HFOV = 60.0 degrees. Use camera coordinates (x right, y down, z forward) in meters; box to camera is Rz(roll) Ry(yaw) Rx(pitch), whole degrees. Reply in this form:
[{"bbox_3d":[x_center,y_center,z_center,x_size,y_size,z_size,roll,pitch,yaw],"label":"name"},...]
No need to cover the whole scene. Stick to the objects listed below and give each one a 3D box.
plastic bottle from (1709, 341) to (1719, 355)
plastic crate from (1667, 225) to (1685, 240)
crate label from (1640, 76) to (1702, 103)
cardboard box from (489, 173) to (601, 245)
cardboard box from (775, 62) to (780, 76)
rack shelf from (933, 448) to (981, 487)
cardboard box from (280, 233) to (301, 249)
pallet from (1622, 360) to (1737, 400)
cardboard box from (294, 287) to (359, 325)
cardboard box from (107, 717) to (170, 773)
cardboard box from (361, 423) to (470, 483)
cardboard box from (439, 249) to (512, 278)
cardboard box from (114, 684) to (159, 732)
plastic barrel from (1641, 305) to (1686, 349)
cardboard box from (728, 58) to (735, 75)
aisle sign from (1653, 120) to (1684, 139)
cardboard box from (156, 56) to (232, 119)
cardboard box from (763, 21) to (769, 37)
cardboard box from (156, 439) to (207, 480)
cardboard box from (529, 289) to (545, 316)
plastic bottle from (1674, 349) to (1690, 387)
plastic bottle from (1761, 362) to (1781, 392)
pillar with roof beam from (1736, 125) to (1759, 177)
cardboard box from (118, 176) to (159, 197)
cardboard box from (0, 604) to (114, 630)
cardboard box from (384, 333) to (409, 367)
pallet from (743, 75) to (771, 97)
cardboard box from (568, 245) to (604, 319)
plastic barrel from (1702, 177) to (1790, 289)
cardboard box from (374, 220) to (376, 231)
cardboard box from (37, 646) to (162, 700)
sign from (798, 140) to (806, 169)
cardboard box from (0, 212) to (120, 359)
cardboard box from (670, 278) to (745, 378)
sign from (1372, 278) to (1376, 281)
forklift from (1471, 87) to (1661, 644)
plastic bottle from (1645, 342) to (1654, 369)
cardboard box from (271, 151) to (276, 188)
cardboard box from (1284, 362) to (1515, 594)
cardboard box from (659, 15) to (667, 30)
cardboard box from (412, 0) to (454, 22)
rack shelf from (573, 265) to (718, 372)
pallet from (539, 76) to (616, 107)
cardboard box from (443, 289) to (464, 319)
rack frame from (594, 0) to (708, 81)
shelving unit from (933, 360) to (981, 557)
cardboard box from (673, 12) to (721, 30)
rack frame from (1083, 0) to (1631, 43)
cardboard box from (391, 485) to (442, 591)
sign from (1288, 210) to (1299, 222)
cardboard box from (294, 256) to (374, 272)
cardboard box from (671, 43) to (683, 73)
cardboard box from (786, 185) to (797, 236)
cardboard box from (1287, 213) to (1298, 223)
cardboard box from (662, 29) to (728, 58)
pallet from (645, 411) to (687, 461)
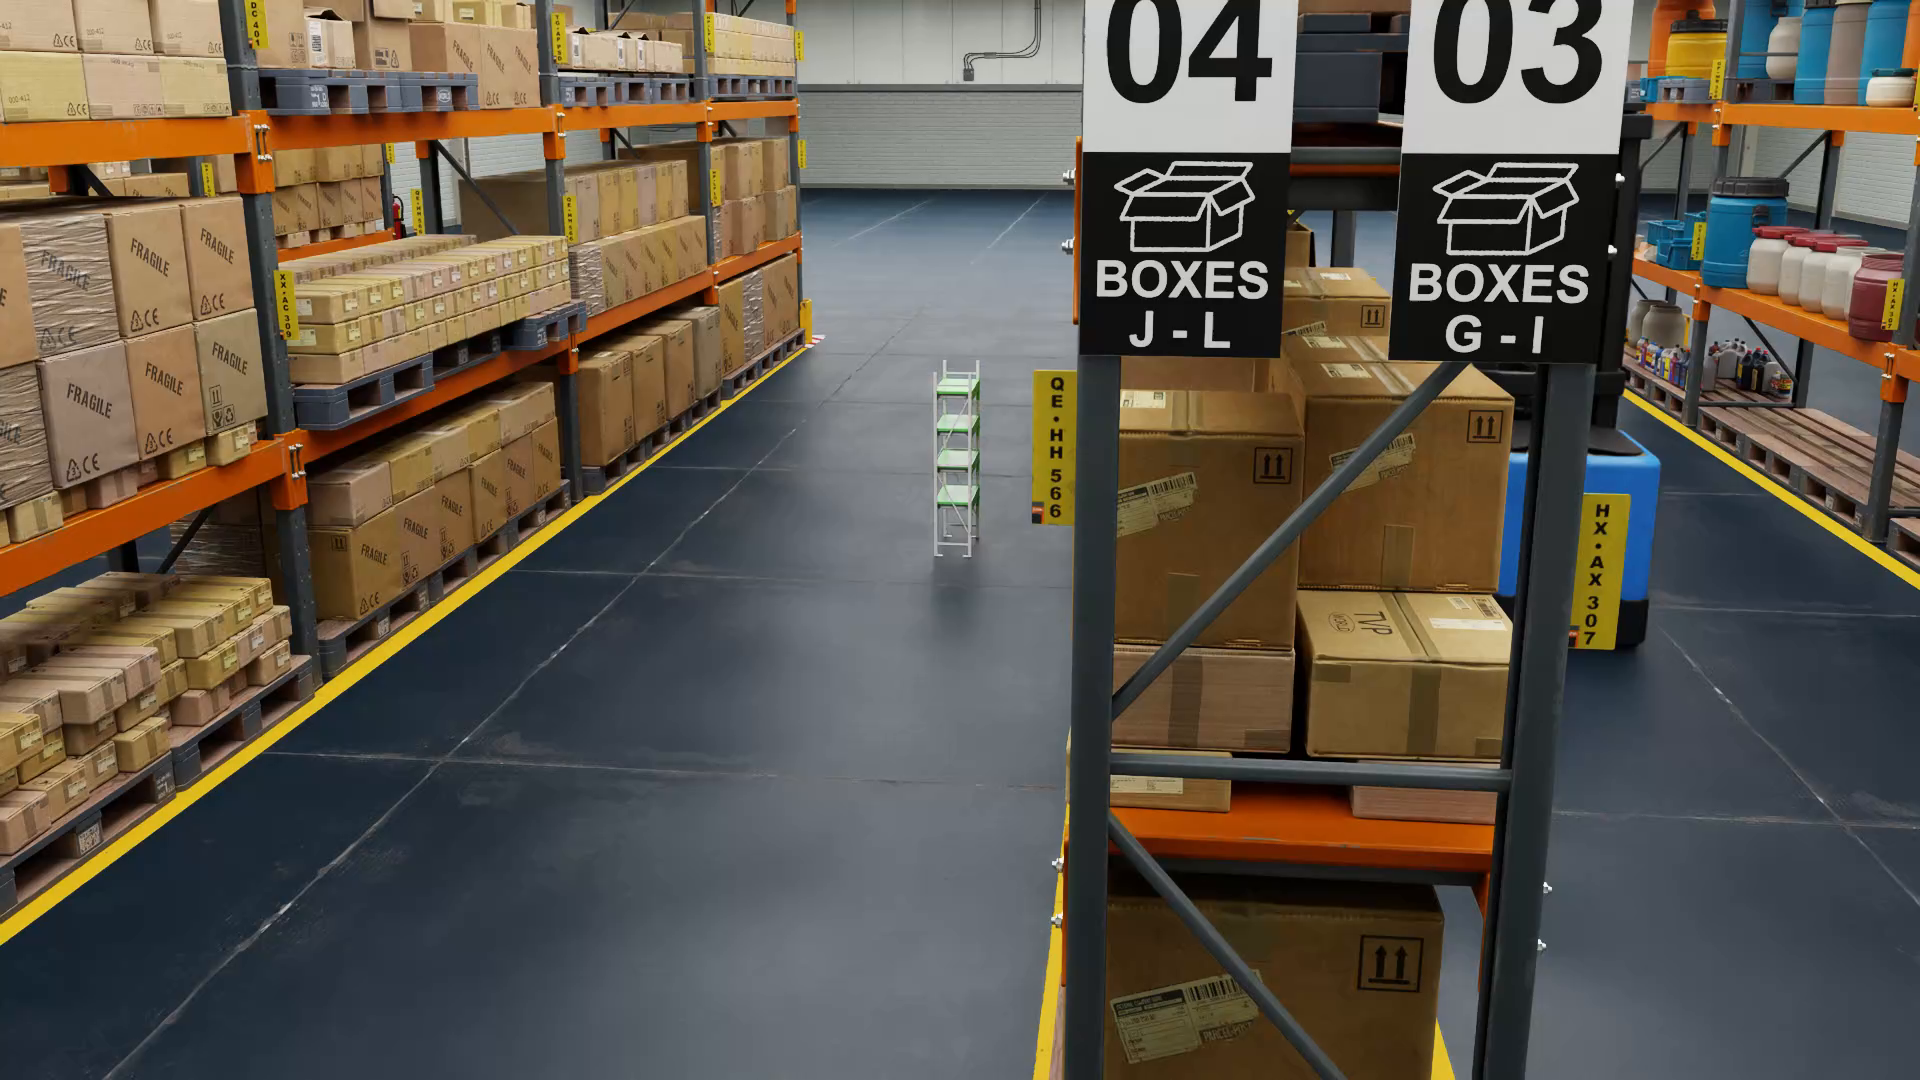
[{"bbox_3d":[7.531,-1.851,16.621,0.061,0.283,0.133,2,15,6],"label":"plastic bottle"},{"bbox_3d":[7.627,-3.122,17.245,0.499,0.251,0.408,2,15,6],"label":"plastic crate"},{"bbox_3d":[6.925,-4.401,16.229,0.502,0.251,0.408,2,15,6],"label":"crate label"},{"bbox_3d":[-3.160,-2.522,12.635,0.700,0.500,0.500,1,15,5],"label":"cardboard box"},{"bbox_3d":[-2.161,-5.103,18.025,0.380,0.149,0.250,2,15,7],"label":"cardboard box"},{"bbox_3d":[-0.019,-0.475,10.863,0.258,0.148,0.480,2,15,6],"label":"rack shelf"},{"bbox_3d":[-7.247,-3.183,17.669,0.380,0.149,0.250,2,15,7],"label":"cardboard box"},{"bbox_3d":[7.266,-1.607,16.701,1.003,0.211,1.213,2,15,6],"label":"pallet"},{"bbox_3d":[-3.226,-1.164,8.256,0.380,0.149,0.250,2,15,9],"label":"cardboard box"},{"bbox_3d":[-3.550,0.847,6.939,0.380,0.149,0.250,2,15,6],"label":"cardboard box"},{"bbox_3d":[-3.262,-0.519,9.881,0.500,0.250,0.500,2,15,8],"label":"cardboard box"},{"bbox_3d":[-2.996,-1.707,10.265,0.380,0.149,0.250,2,15,6],"label":"cardboard box"},{"bbox_3d":[-3.613,0.684,6.973,0.380,0.149,0.250,2,15,8],"label":"cardboard box"},{"bbox_3d":[7.410,-2.199,17.510,0.421,0.512,0.421,0,15,0],"label":"plastic barrel"},{"bbox_3d":[-2.389,-4.575,16.074,0.380,0.149,0.250,2,15,6],"label":"cardboard box"},{"bbox_3d":[7.768,-4.765,18.058,0.394,0.787,0.004,2,15,6],"label":"aisle sign"},{"bbox_3d":[-3.515,-1.947,7.155,0.500,0.250,0.500,2,15,8],"label":"cardboard box"},{"bbox_3d":[-2.218,-5.354,17.427,0.380,0.149,0.250,1,15,5],"label":"cardboard box"},{"bbox_3d":[-3.538,-0.366,7.252,0.380,0.149,0.250,2,15,8],"label":"cardboard box"},{"bbox_3d":[-2.934,-1.553,10.834,0.380,0.149,0.250,2,15,7],"label":"cardboard box"},{"bbox_3d":[6.821,-1.622,15.646,0.144,0.351,0.185,1,15,3],"label":"plastic bottle"},{"bbox_3d":[7.494,-1.515,15.393,0.152,0.276,0.135,2,15,8],"label":"plastic bottle"},{"bbox_3d":[17.197,-13.805,44.977,9.100,9.000,0.400,2,15,6],"label":"pillar with roof beam"},{"bbox_3d":[-7.634,-3.040,15.093,0.500,0.500,0.500,2,15,7],"label":"cardboard box"},{"bbox_3d":[-4.042,0.400,7.454,0.380,0.149,0.250,1,15,5],"label":"cardboard box"},{"bbox_3d":[-3.169,-1.013,8.839,0.380,0.149,0.250,2,15,7],"label":"cardboard box"},{"bbox_3d":[-2.582,-4.714,17.271,1.003,0.211,1.213,2,15,6],"label":"pallet"},{"bbox_3d":[-2.957,-1.900,12.252,0.500,0.500,0.500,2,15,7],"label":"cardboard box"},{"bbox_3d":[6.669,-2.614,14.121,0.600,0.901,0.708,2,15,6],"label":"plastic barrel"},{"bbox_3d":[-7.133,-3.714,19.631,0.380,0.149,0.250,2,15,8],"label":"cardboard box"},{"bbox_3d":[-3.565,0.550,6.898,0.380,0.149,0.250,1,15,4],"label":"cardboard box"},{"bbox_3d":[-1.836,-4.472,19.283,0.100,0.325,0.005,2,15,6],"label":"sign"},{"bbox_3d":[-3.637,-0.984,6.379,0.500,0.500,0.500,2,15,8],"label":"cardboard box"},{"bbox_3d":[-2.684,-2.119,16.519,0.875,0.875,0.875,2,15,7],"label":"cardboard box"},{"bbox_3d":[1.741,-0.974,7.208,0.100,0.325,0.005,2,15,6],"label":"sign"},{"bbox_3d":[3.344,-1.198,9.977,1.130,2.935,3.031,2,15,8],"label":"forklift"},{"bbox_3d":[6.912,-1.846,16.626,0.097,0.271,0.097,0,15,0],"label":"plastic bottle"},{"bbox_3d":[-7.410,-3.815,16.847,0.700,0.500,0.500,2,15,7],"label":"cardboard box"},{"bbox_3d":[1.117,-0.176,4.347,0.500,0.500,0.500,1,15,5],"label":"cardboard box"},{"bbox_3d":[-3.043,-4.979,16.039,0.380,0.149,0.250,2,15,6],"label":"cardboard box"},{"bbox_3d":[-3.188,-3.163,9.707,0.396,0.266,0.258,2,15,6],"label":"cardboard box"},{"bbox_3d":[-3.051,-1.915,13.876,1.077,0.370,4.000,2,15,6],"label":"rack shelf"},{"bbox_3d":[-3.256,-3.269,12.121,1.213,0.211,1.003,2,15,9],"label":"pallet"},{"bbox_3d":[-3.083,-1.360,9.553,0.380,0.149,0.250,1,15,5],"label":"cardboard box"},{"bbox_3d":[-2.825,-5.677,14.918,1.000,3.000,0.127,2,15,6],"label":"rack frame"},{"bbox_3d":[-0.019,-0.536,10.847,0.258,1.200,0.503,2,15,6],"label":"shelving unit"},{"bbox_3d":[-2.446,-4.828,15.482,0.380,0.149,0.250,2,15,7],"label":"cardboard box"},{"bbox_3d":[0.738,-2.393,2.771,1.000,3.000,0.127,2,15,6],"label":"rack frame"},{"bbox_3d":[-3.323,-0.023,9.486,0.500,0.500,0.500,2,15,9],"label":"cardboard box"},{"bbox_3d":[2.192,-2.115,11.019,0.100,0.325,0.005,2,15,6],"label":"sign"},{"bbox_3d":[-3.699,-1.593,9.843,0.380,0.149,0.250,1,15,5],"label":"cardboard box"},{"bbox_3d":[-2.746,-4.220,14.566,0.500,0.250,0.500,2,15,7],"label":"cardboard box"},{"bbox_3d":[-2.370,-3.793,19.157,0.875,0.550,0.550,2,15,6],"label":"cardboard box"},{"bbox_3d":[1.342,-1.410,8.517,0.797,0.503,0.637,2,15,7],"label":"cardboard box"},{"bbox_3d":[-2.492,-4.670,15.661,0.500,0.250,0.500,2,15,7],"label":"cardboard box"},{"bbox_3d":[-2.972,-0.915,14.143,1.003,0.211,1.213,2,15,6],"label":"pallet"}]
